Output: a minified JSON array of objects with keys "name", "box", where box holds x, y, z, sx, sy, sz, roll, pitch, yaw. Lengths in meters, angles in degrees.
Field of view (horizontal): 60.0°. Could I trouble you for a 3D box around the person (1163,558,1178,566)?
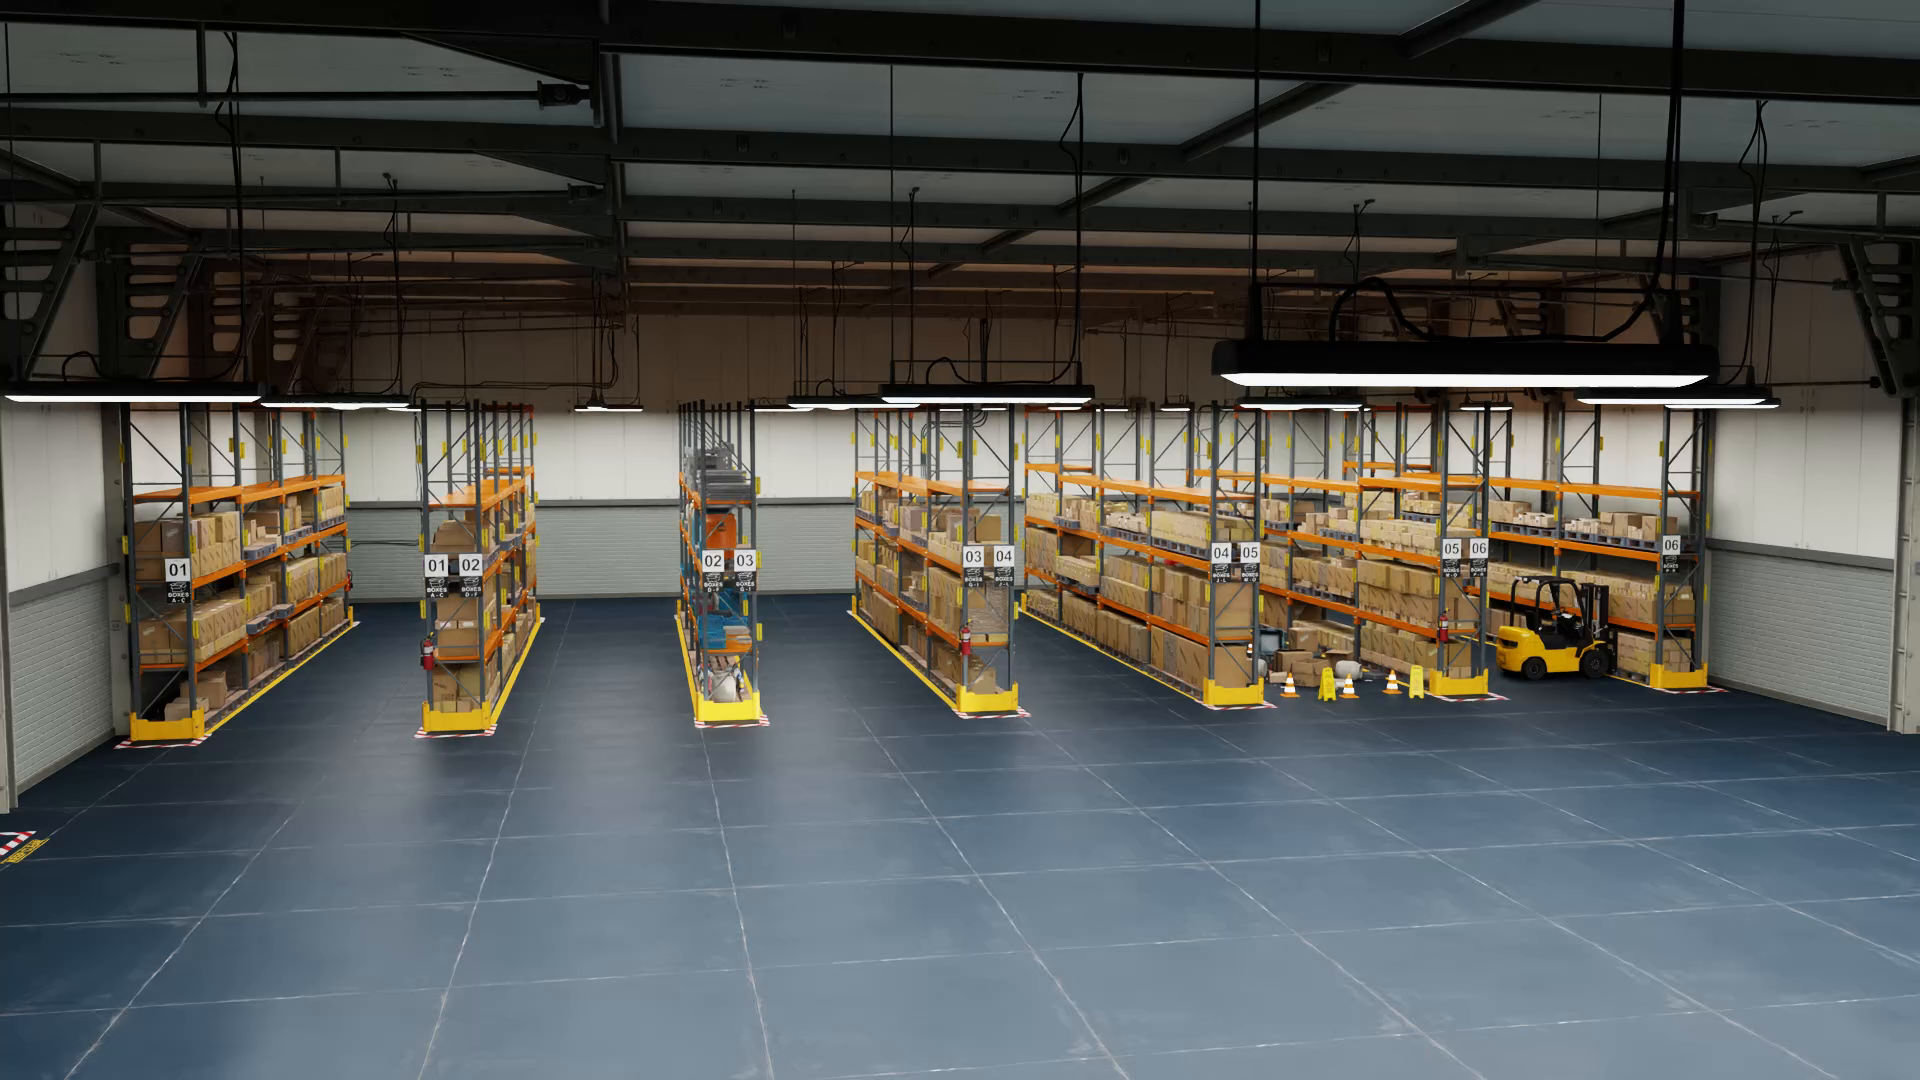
[{"name":"person","box":[6.502,1.005,51.232,0.986,1.684,0.523,-1,5,-19]}]
